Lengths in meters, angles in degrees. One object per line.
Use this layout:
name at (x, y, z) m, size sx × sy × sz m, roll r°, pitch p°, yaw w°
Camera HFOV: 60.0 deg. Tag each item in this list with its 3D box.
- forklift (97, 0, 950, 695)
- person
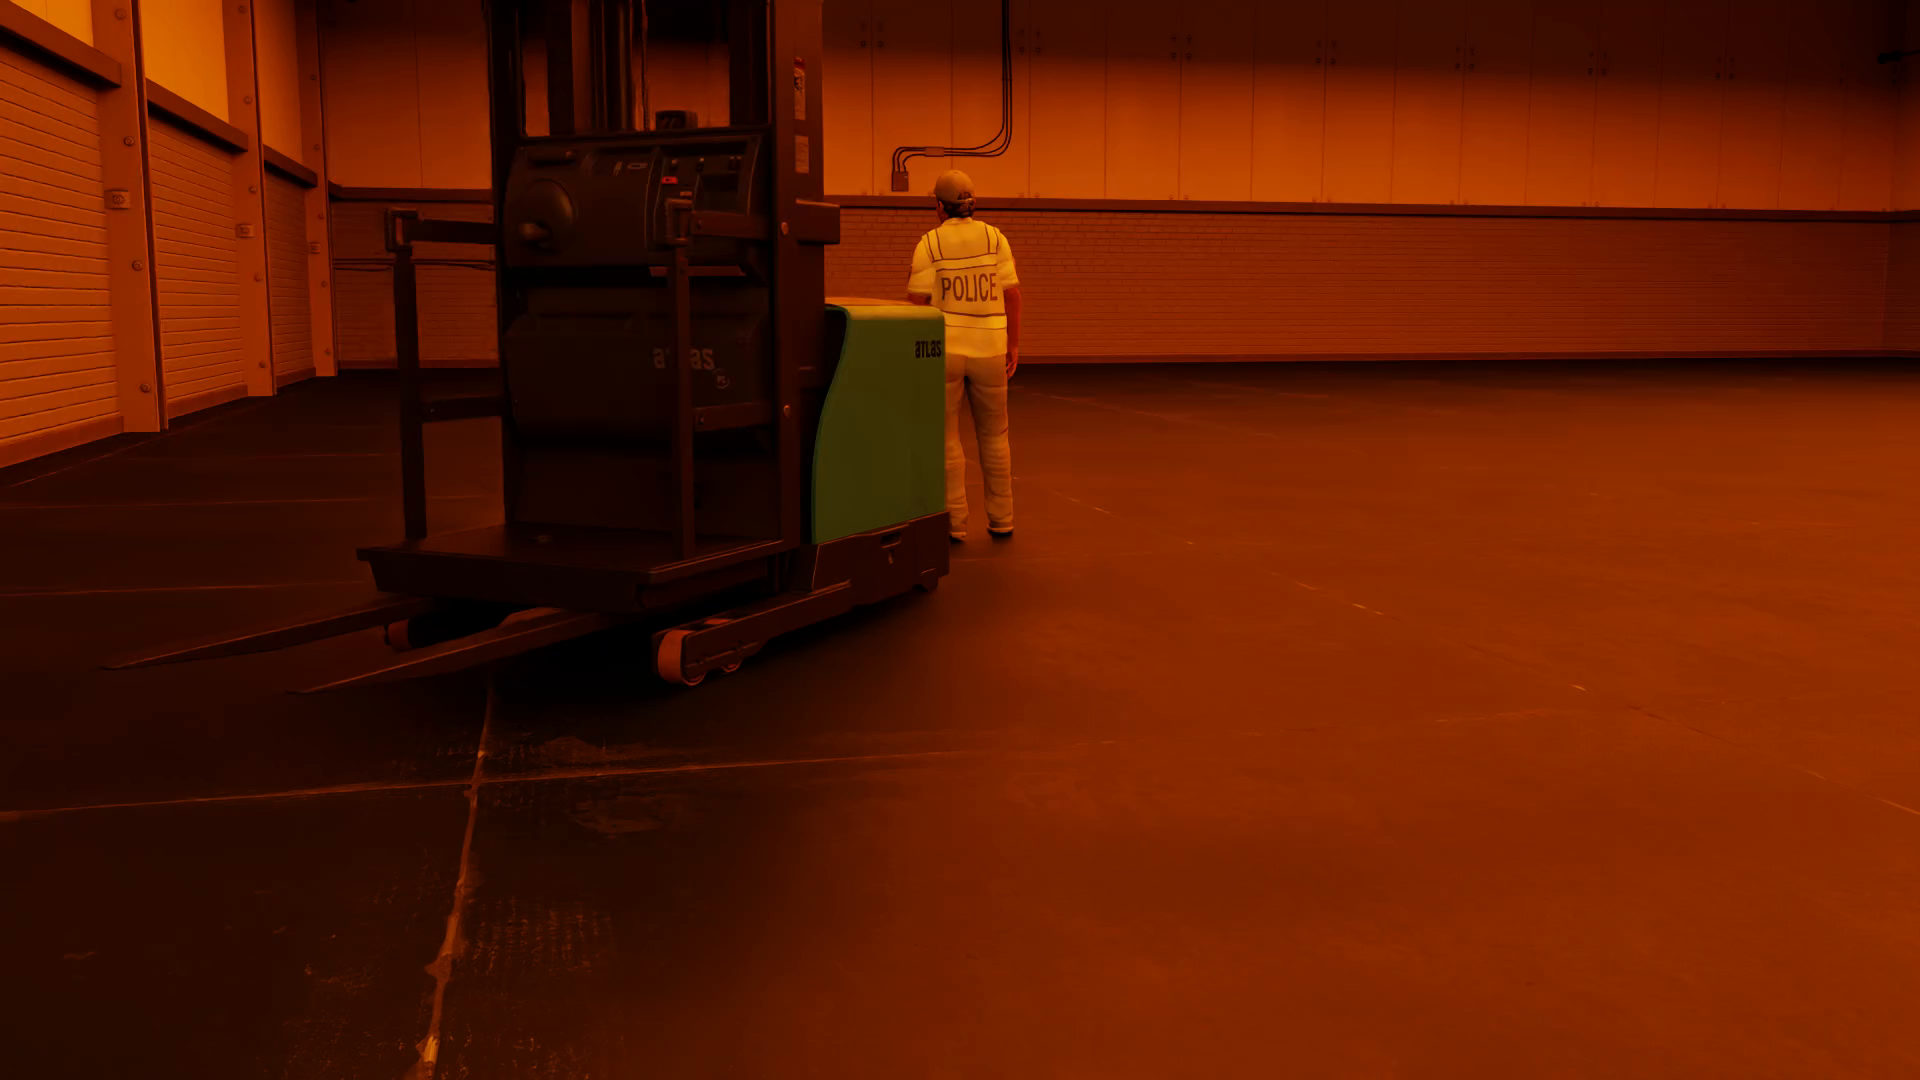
forklift at (-1.119, -1.102, 5.011) m, size 1.130 × 2.935 × 3.031 m, roll 4°, pitch 9°, yaw 25°
person at (0.004, -0.843, 7.670) m, size 0.598 × 1.670 × 0.529 m, roll -2°, pitch 8°, yaw -13°
